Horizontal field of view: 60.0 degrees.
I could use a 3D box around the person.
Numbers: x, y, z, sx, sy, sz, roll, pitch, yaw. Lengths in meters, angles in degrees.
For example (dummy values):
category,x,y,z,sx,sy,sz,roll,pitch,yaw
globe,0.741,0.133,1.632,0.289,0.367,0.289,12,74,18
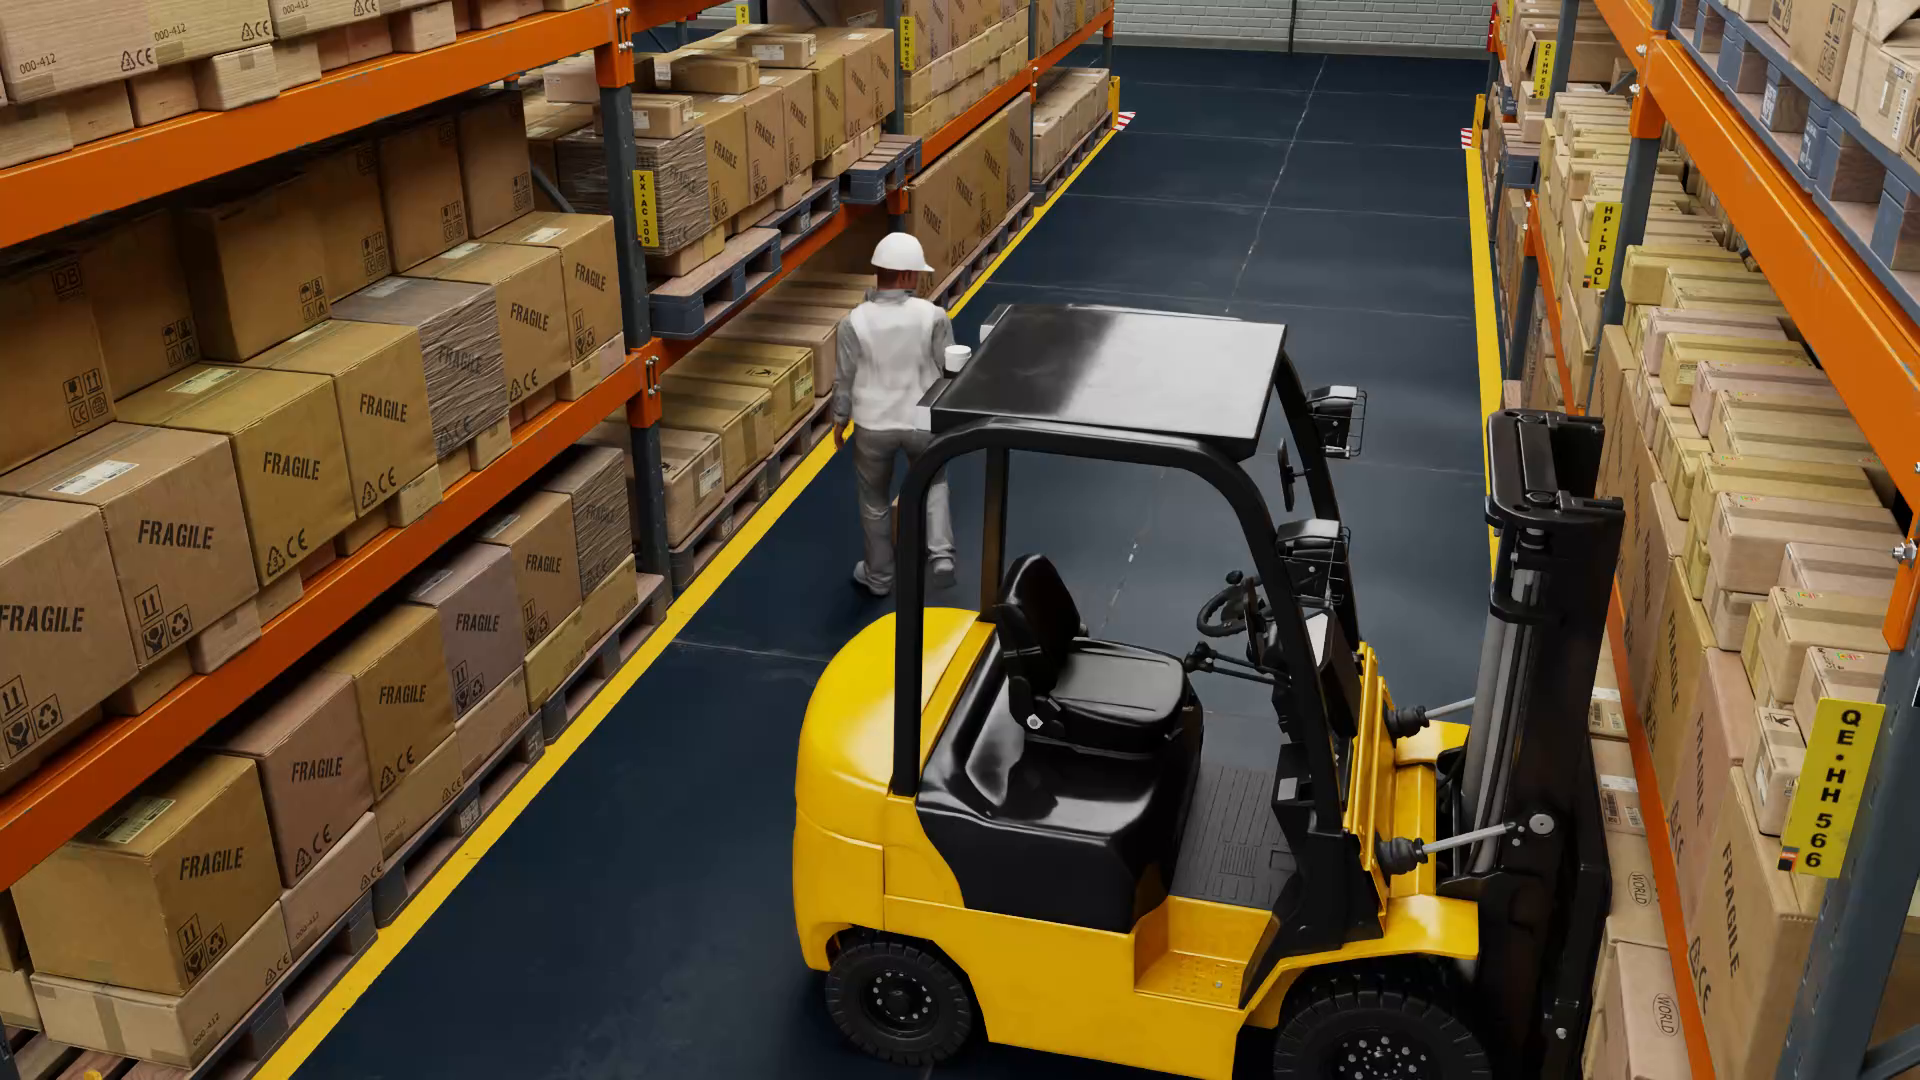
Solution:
category,x,y,z,sx,sy,sz,roll,pitch,yaw
person,-0.287,-0.540,7.687,0.580,1.764,0.571,-5,26,-11
